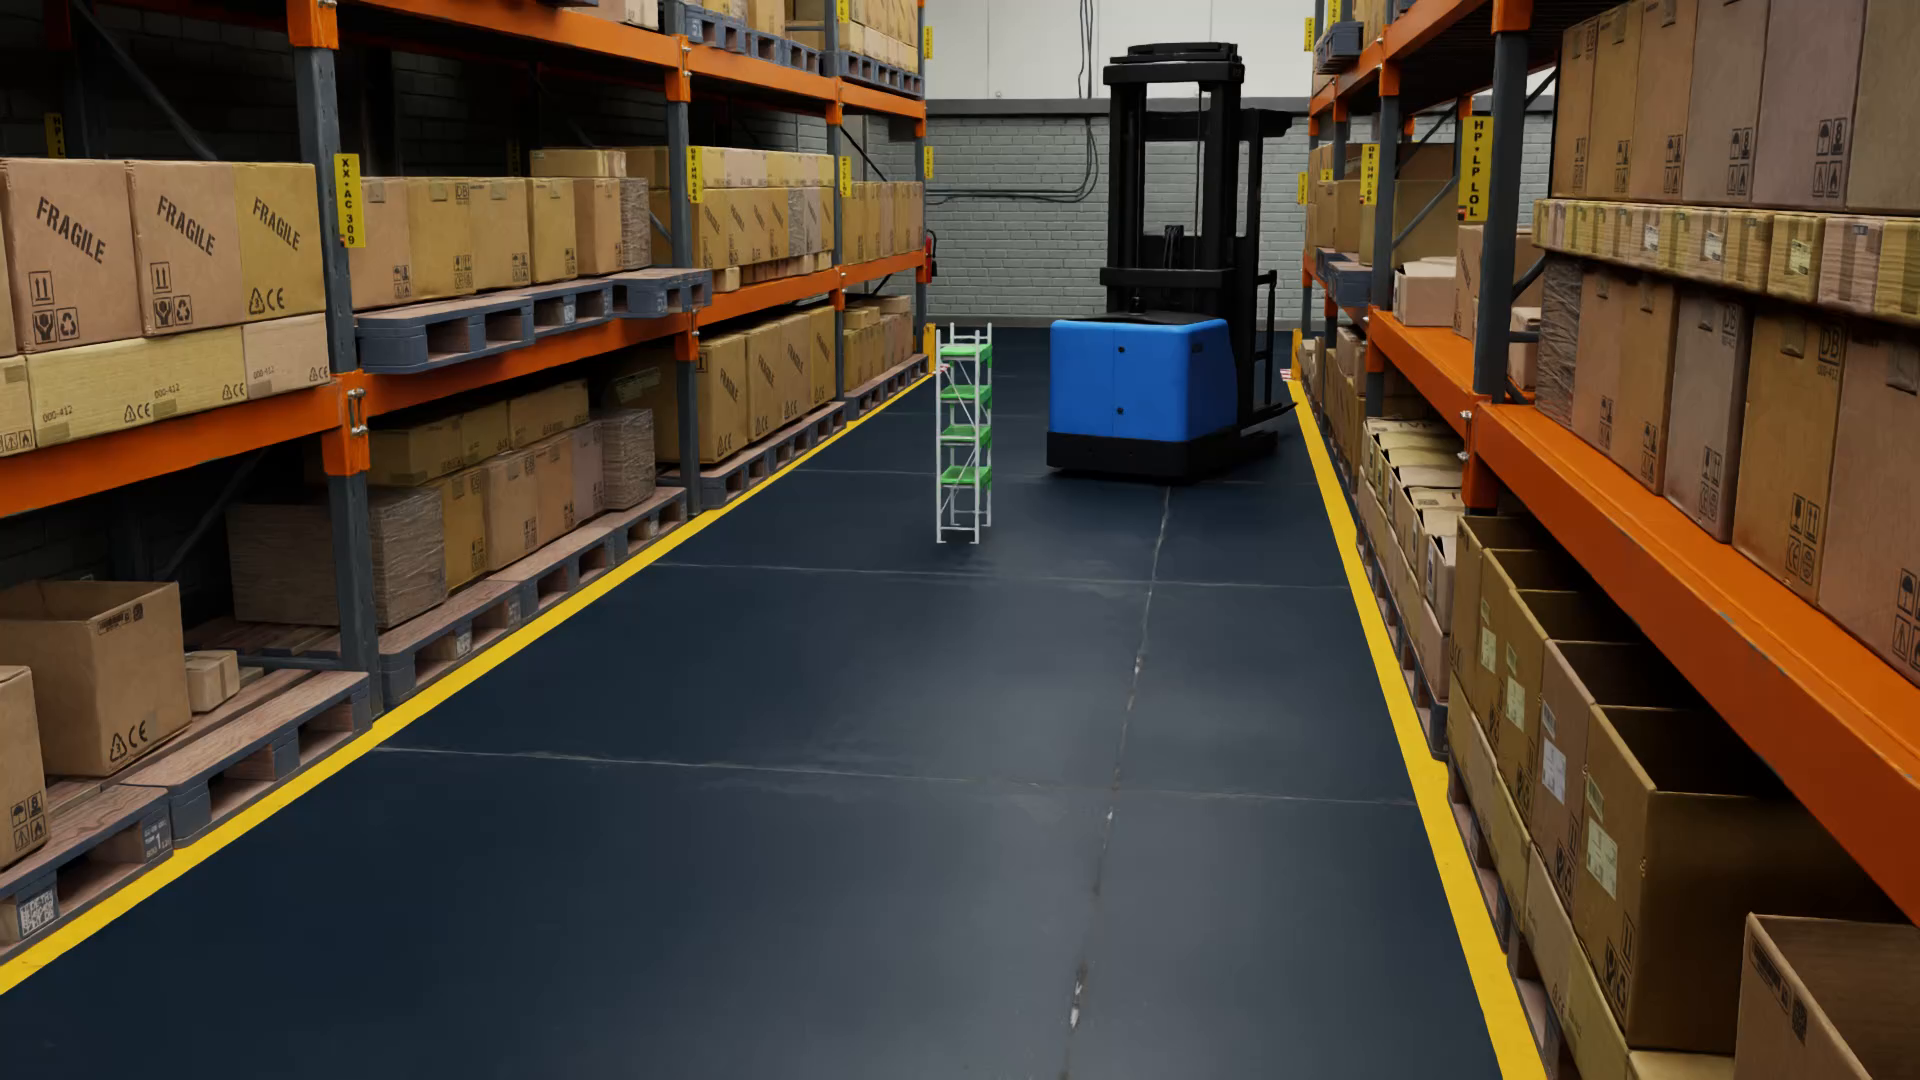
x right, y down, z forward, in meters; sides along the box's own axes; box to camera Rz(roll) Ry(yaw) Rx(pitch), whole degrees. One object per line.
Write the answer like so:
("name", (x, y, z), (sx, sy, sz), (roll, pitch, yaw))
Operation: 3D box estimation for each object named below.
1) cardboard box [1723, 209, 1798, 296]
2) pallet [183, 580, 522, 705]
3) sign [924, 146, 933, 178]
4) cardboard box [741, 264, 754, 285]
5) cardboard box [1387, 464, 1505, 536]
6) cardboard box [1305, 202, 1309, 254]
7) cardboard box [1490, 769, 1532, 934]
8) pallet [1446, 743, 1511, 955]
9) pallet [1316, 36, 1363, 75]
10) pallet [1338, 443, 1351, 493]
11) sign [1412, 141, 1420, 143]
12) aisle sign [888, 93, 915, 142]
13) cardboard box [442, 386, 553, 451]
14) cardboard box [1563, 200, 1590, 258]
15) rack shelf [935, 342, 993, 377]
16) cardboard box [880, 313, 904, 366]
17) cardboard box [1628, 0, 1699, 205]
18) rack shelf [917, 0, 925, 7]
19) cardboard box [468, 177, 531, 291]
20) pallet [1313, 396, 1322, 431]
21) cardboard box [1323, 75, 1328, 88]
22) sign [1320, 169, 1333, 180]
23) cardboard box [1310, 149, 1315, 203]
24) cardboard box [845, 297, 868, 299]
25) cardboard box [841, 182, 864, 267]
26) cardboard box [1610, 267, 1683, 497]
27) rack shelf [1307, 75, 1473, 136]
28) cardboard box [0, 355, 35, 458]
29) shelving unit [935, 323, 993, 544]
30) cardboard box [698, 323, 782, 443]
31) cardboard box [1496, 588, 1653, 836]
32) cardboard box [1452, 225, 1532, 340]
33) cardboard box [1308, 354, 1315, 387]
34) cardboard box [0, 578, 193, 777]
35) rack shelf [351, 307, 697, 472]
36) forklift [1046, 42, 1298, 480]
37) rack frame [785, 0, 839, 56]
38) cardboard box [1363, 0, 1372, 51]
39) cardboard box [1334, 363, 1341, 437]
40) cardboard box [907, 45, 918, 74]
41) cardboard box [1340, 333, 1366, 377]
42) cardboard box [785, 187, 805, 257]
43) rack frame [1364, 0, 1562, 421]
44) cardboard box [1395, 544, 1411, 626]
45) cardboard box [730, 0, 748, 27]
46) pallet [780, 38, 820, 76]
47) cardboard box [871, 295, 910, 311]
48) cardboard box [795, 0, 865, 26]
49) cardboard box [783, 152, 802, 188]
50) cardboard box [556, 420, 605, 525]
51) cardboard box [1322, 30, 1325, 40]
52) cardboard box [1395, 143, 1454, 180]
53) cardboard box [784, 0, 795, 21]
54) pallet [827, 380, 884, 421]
("cardboard box", (1.636, -0.528, 3.046), (0.380, 0.149, 0.250), (2, 12, 10))
("pallet", (-2.594, 0.402, 7.127), (1.003, 0.211, 1.213), (2, 12, 9))
("sign", (-0.332, -3.958, 17.430), (0.100, 0.325, 0.005), (2, 12, 9))
("cardboard box", (-1.647, -1.848, 11.499), (0.380, 0.149, 0.250), (2, 12, 10))
("cardboard box", (2.196, -0.185, 7.430), (0.500, 0.311, 0.500), (2, 12, 8))
("cardboard box", (3.700, -3.102, 16.531), (0.500, 0.500, 0.500), (2, 12, 10))
("cardboard box", (1.649, 0.794, 4.218), (0.500, 0.250, 0.500), (2, 12, 9))
("pallet", (2.020, 0.888, 4.871), (1.003, 0.211, 1.213), (2, 12, 9))
("pallet", (3.244, -3.546, 12.151), (1.213, 0.211, 1.003), (2, 12, 9))
("pallet", (3.141, -0.516, 11.387), (1.003, 0.211, 1.213), (2, 12, 9))
("sign", (4.574, -3.836, 16.673), (0.100, 0.325, 0.005), (2, 12, 9))
("aisle sign", (-0.559, -4.573, 17.422), (0.394, 0.787, 0.004), (2, 12, 9))
("cardboard box", (-2.380, -0.616, 8.340), (0.500, 0.250, 0.500), (2, 12, 8))
("cardboard box", (1.874, -0.849, 4.538), (0.380, 0.149, 0.250), (2, 12, 7))
("rack shelf", (0.025, -1.028, 9.439), (0.258, 0.148, 0.480), (2, 12, 9))
("cardboard box", (-0.952, -2.027, 16.716), (0.700, 0.500, 0.500), (2, 12, 8))
("cardboard box", (1.967, -1.020, 3.791), (0.700, 0.500, 0.500), (2, 12, 9))
("rack shelf", (-1.174, -5.266, 15.226), (1.077, 0.370, 4.000), (2, 12, 9))
("cardboard box", (-2.437, -1.422, 7.690), (0.700, 0.500, 0.500), (4, 13, 16))
("pallet", (3.520, -1.084, 14.024), (1.003, 0.211, 1.213), (2, 12, 9))
("cardboard box", (3.381, -4.016, 14.242), (0.500, 0.250, 0.500), (2, 12, 9))
("sign", (2.876, -2.744, 13.050), (0.100, 0.325, 0.005), (2, 12, 9))
("cardboard box", (3.627, -3.482, 15.920), (0.500, 0.500, 0.500), (2, 12, 9))
("cardboard box", (-1.131, -2.375, 16.793), (0.380, 0.149, 0.250), (2, 12, 9))
("cardboard box", (-1.382, -2.723, 14.298), (0.980, 0.700, 0.700), (2, 12, 10))
("cardboard box", (1.966, -0.381, 3.905), (0.700, 0.500, 0.500), (2, 12, 9))
("rack shelf", (3.721, -3.836, 14.759), (1.077, 0.370, 4.000), (2, 12, 9))
("cardboard box", (-2.708, -0.314, 4.137), (0.500, 0.250, 0.500), (2, 12, 9))
("shelving unit", (0.025, -0.621, 9.527), (0.258, 1.200, 0.503), (2, 12, 9))
("cardboard box", (-1.713, -1.117, 11.662), (0.750, 0.750, 0.750), (2, 12, 8))
("cardboard box", (1.649, 0.428, 4.139), (0.500, 0.500, 0.500), (2, 12, 9))
("cardboard box", (2.557, -1.171, 7.569), (0.500, 0.500, 0.500), (1, 12, 6))
("cardboard box", (3.336, -1.489, 14.621), (0.500, 0.311, 0.500), (2, 12, 9))
("cardboard box", (-2.832, 0.425, 5.289), (0.500, 0.500, 0.500), (1, 12, 4))
("rack shelf", (-2.404, -0.864, 8.088), (1.077, 0.370, 4.000), (2, 12, 9))
("forklift", (1.755, -2.102, 12.291), (1.130, 2.935, 3.031), (7, 14, 28))
("rack frame", (-1.482, -5.397, 13.176), (1.000, 3.000, 0.127), (2, 12, 9))
("cardboard box", (2.991, -3.293, 10.298), (0.910, 0.500, 0.500), (2, 12, 9))
("cardboard box", (2.943, -0.990, 11.855), (0.500, 0.500, 0.500), (2, 12, 9))
("cardboard box", (-0.717, -4.783, 16.570), (0.500, 0.250, 0.500), (2, 12, 10))
("cardboard box", (2.868, -1.259, 11.324), (0.500, 0.250, 0.500), (2, 12, 8))
("cardboard box", (-1.458, -2.353, 12.302), (0.500, 0.500, 0.500), (2, 12, 9))
("rack frame", (2.799, -1.472, 9.203), (1.000, 3.000, 0.127), (2, 12, 9))
("cardboard box", (2.118, 0.192, 7.012), (0.500, 0.250, 0.500), (2, 12, 10))
("cardboard box", (-1.888, -3.795, 11.580), (0.700, 0.500, 0.500), (2, 12, 9))
("pallet", (-1.574, -3.645, 12.619), (0.805, 0.209, 1.217), (1, 12, 6))
("cardboard box", (-0.715, -2.416, 16.980), (0.380, 0.149, 0.250), (2, 12, 8))
("cardboard box", (-1.095, -4.617, 14.021), (0.500, 0.500, 0.500), (2, 12, 8))
("cardboard box", (-1.467, -2.717, 12.210), (0.500, 0.250, 0.500), (2, 12, 10))
("cardboard box", (-2.350, -0.370, 8.978), (0.700, 0.500, 0.500), (2, 12, 9))
("cardboard box", (3.457, -4.364, 14.672), (0.500, 0.250, 0.500), (2, 12, 9))
("cardboard box", (3.764, -2.931, 13.364), (0.500, 0.500, 0.500), (2, 12, 10))
("cardboard box", (-1.605, -4.631, 14.084), (0.500, 0.500, 0.500), (2, 12, 8))
("pallet", (-1.287, -1.257, 14.825), (1.003, 0.211, 1.213), (2, 12, 9))
